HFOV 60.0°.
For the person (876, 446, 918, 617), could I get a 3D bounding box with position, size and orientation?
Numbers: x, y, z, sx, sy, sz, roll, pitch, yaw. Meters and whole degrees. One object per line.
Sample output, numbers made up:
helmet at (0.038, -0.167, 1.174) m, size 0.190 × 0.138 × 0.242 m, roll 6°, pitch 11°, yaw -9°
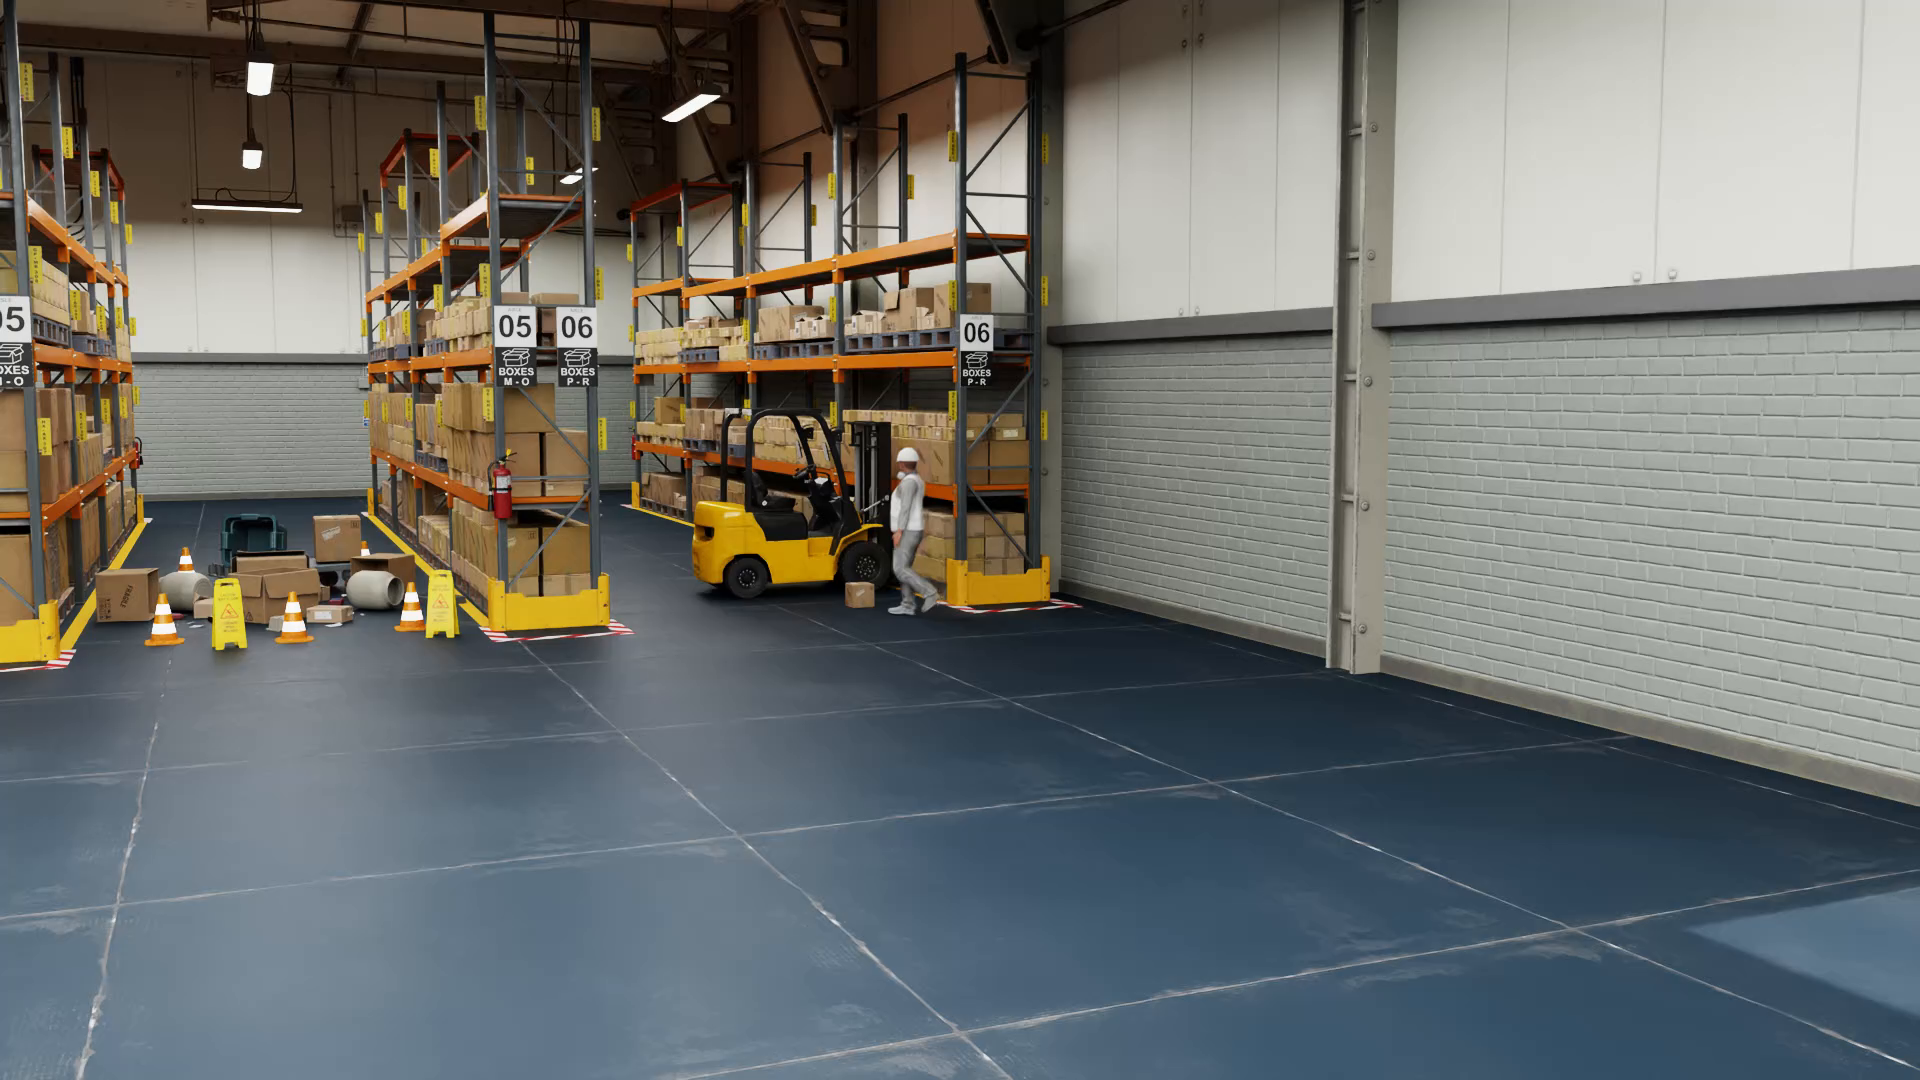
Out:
person at (-0.627, -0.102, 17.573) m, size 0.430 × 1.772 × 0.615 m, roll 2°, pitch 6°, yaw 17°
